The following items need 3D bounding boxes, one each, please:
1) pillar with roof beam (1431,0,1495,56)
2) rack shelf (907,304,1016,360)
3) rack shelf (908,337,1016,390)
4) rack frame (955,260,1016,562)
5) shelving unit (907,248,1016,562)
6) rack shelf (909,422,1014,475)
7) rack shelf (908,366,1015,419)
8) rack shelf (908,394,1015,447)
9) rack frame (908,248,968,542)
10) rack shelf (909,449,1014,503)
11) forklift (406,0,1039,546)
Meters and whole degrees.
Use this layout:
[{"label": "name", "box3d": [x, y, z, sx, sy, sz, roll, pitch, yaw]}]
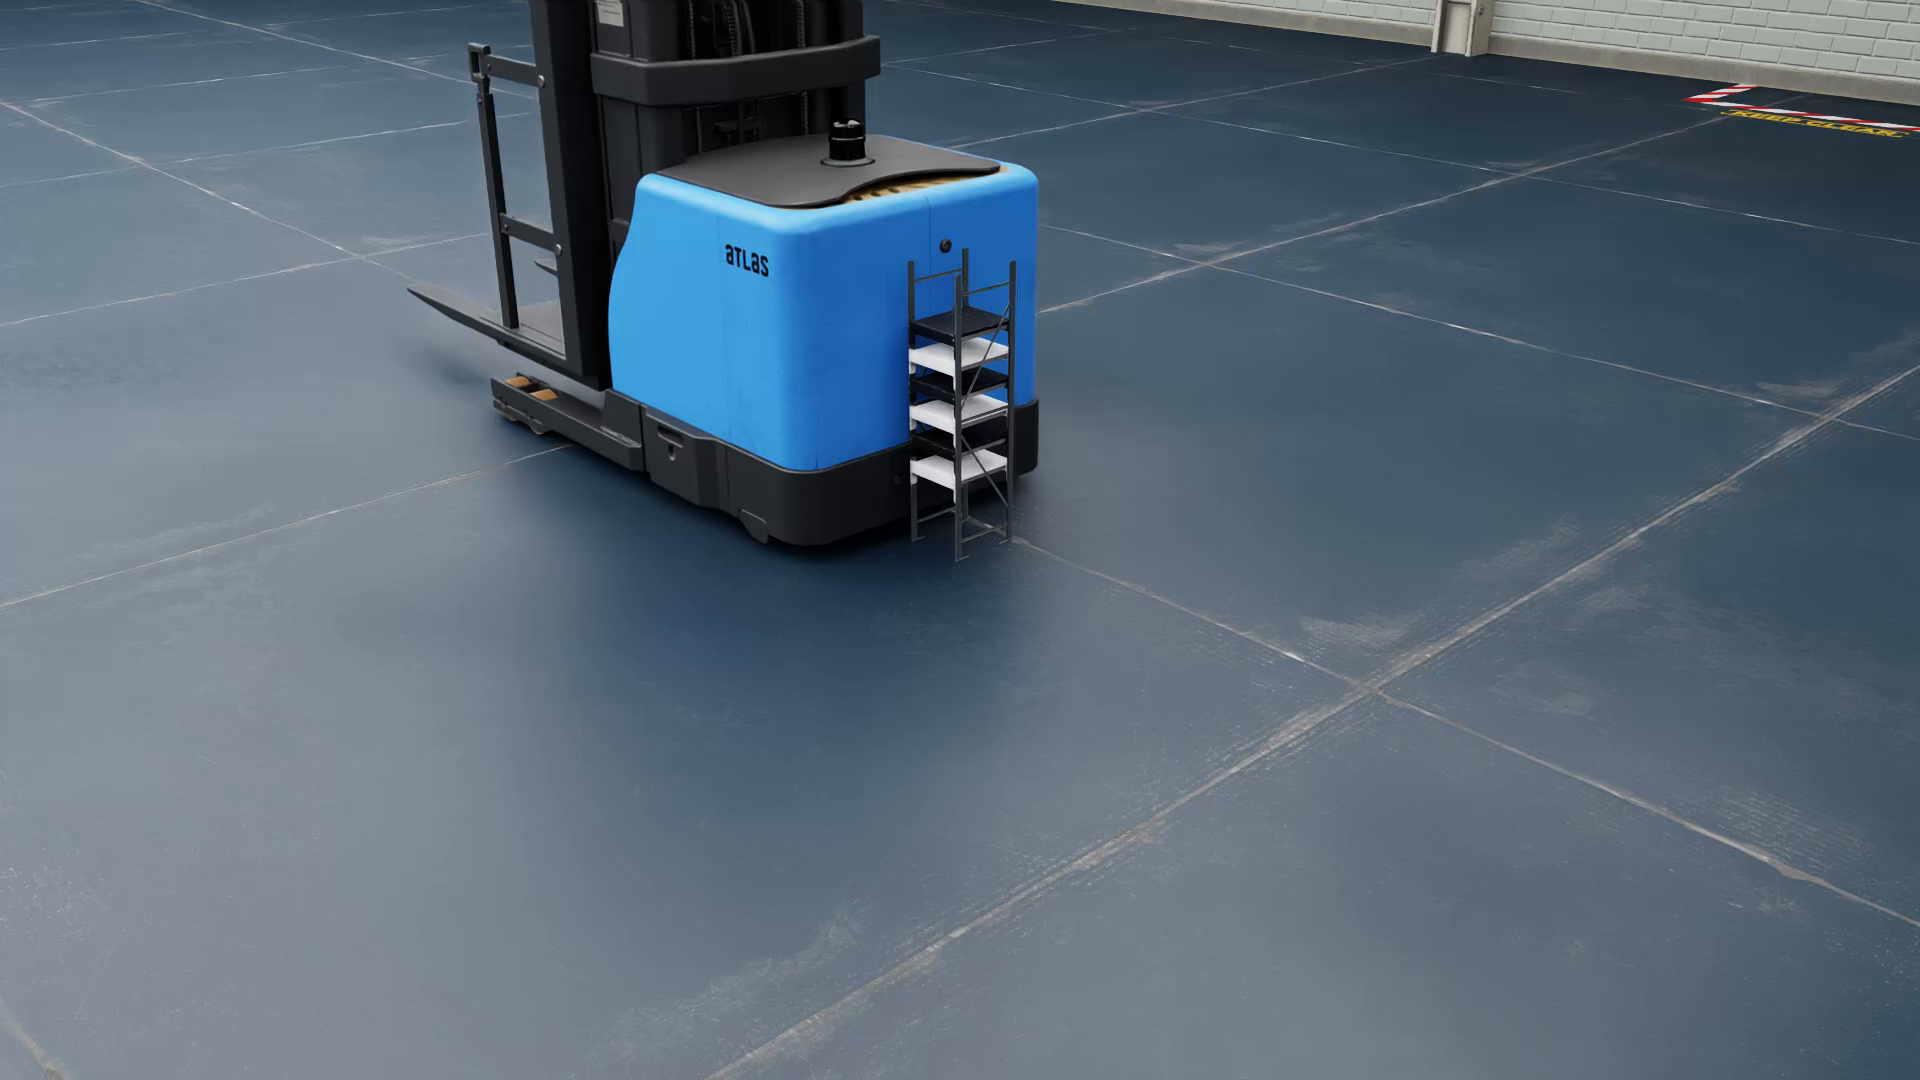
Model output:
[{"label": "pillar with roof beam", "box3d": [1.275, -7.186, 10.159, 9.100, 9.000, 0.400, -21, 32, -38]}, {"label": "rack shelf", "box3d": [0.006, -0.622, 4.960, 0.258, 0.077, 0.200, -21, 32, -38]}, {"label": "rack shelf", "box3d": [0.006, -0.540, 4.997, 0.258, 0.077, 0.200, -21, 32, -38]}, {"label": "rack frame", "box3d": [0.075, -0.376, 4.990, 0.240, 0.900, 0.006, -21, 32, -38]}, {"label": "shelving unit", "box3d": [0.006, -0.407, 5.058, 0.258, 0.900, 0.210, -21, 32, -38]}, {"label": "rack shelf", "box3d": [0.006, -0.295, 5.109, 0.258, 0.077, 0.200, -21, 32, -38]}, {"label": "rack shelf", "box3d": [0.006, -0.459, 5.034, 0.258, 0.077, 0.200, -21, 32, -38]}, {"label": "rack shelf", "box3d": [0.006, -0.377, 5.072, 0.258, 0.077, 0.200, -21, 32, -38]}, {"label": "rack frame", "box3d": [-0.064, -0.438, 5.125, 0.240, 0.900, 0.006, -21, 32, -38]}, {"label": "rack shelf", "box3d": [0.006, -0.213, 5.146, 0.258, 0.077, 0.200, -21, 32, -38]}, {"label": "forklift", "box3d": [-1.098, -1.843, 5.758, 1.130, 2.935, 3.031, -21, 32, -38]}]
